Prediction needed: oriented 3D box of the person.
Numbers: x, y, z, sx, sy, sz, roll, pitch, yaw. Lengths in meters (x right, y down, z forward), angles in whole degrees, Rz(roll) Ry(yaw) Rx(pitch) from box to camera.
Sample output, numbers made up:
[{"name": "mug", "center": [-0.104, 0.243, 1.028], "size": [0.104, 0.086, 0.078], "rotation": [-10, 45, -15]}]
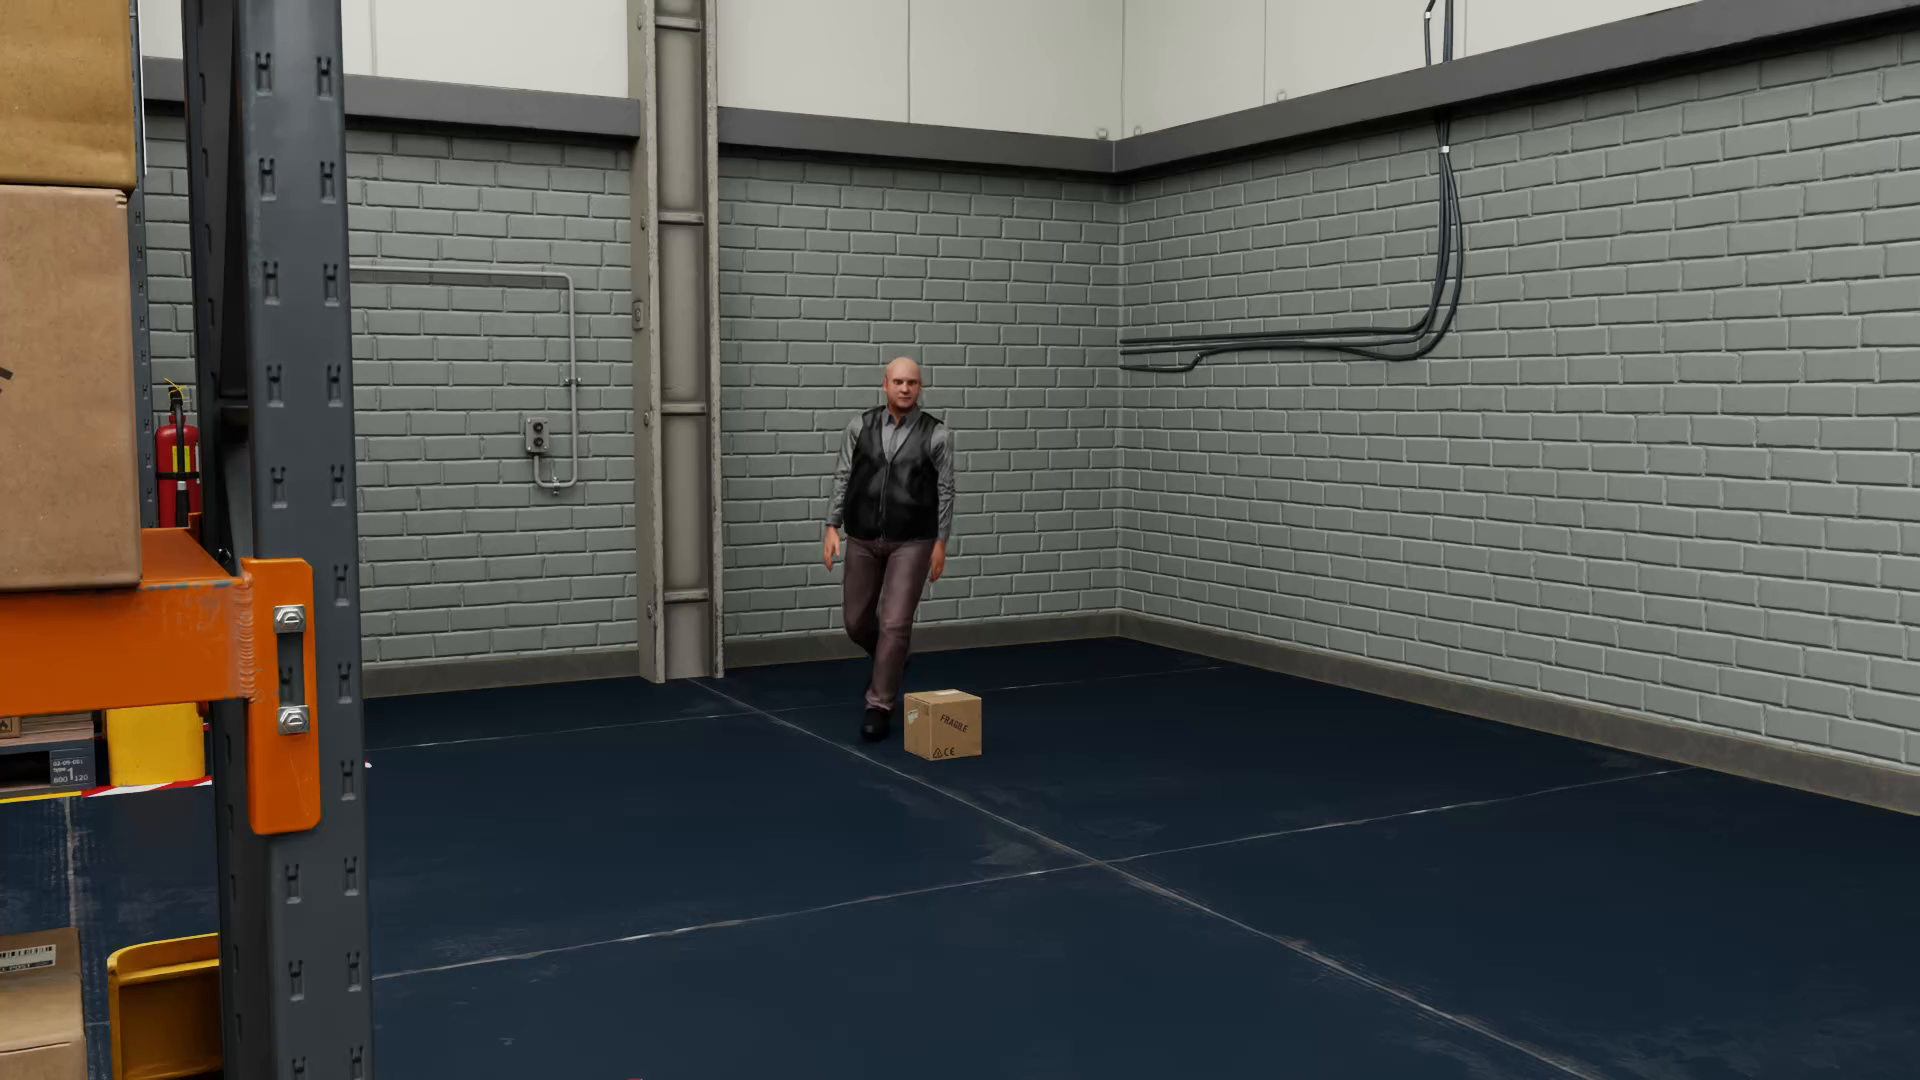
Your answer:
[{"name": "person", "center": [-0.321, 0.013, 7.726], "size": [0.603, 1.712, 0.811], "rotation": [1, 5, 11]}]
